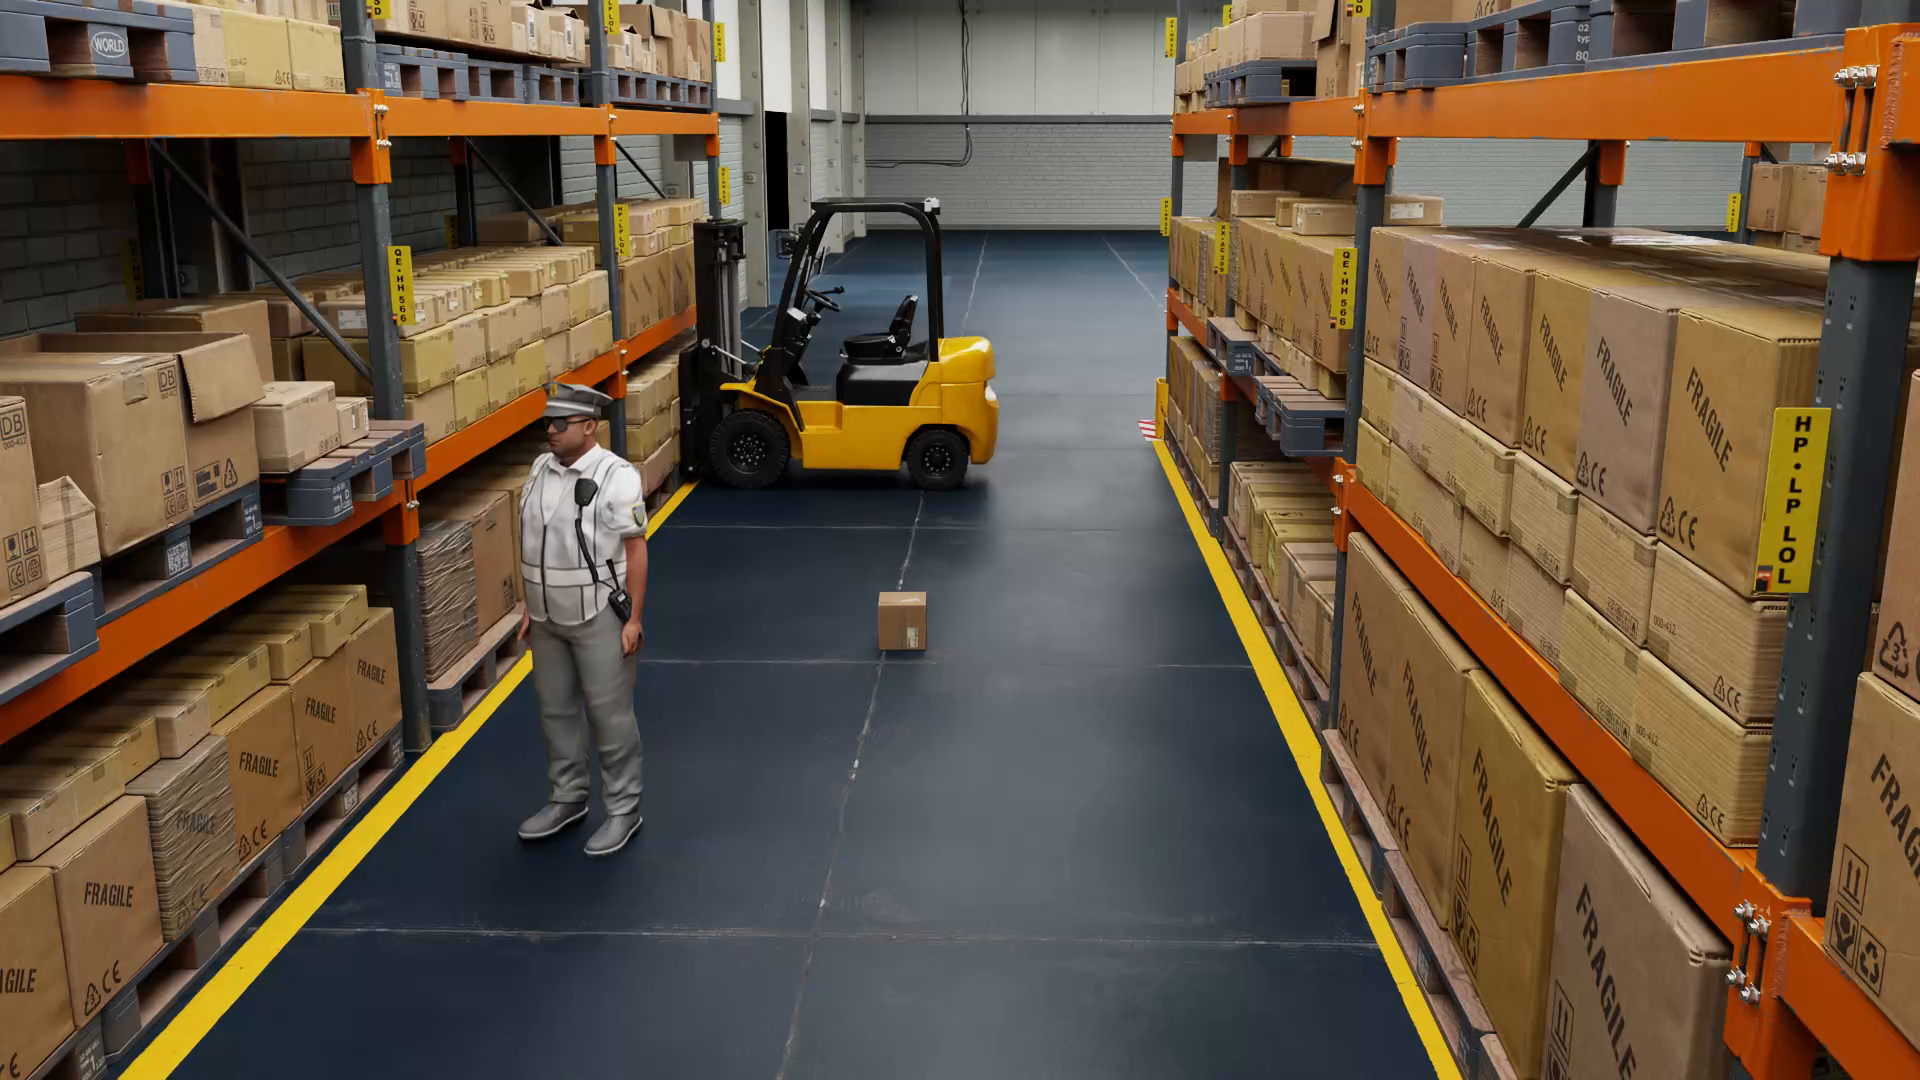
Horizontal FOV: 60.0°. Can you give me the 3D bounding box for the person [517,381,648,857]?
[{"bbox_3d":[-1.447,0.279,6.296,0.540,1.782,0.412,7,15,26],"label":"person"}]
